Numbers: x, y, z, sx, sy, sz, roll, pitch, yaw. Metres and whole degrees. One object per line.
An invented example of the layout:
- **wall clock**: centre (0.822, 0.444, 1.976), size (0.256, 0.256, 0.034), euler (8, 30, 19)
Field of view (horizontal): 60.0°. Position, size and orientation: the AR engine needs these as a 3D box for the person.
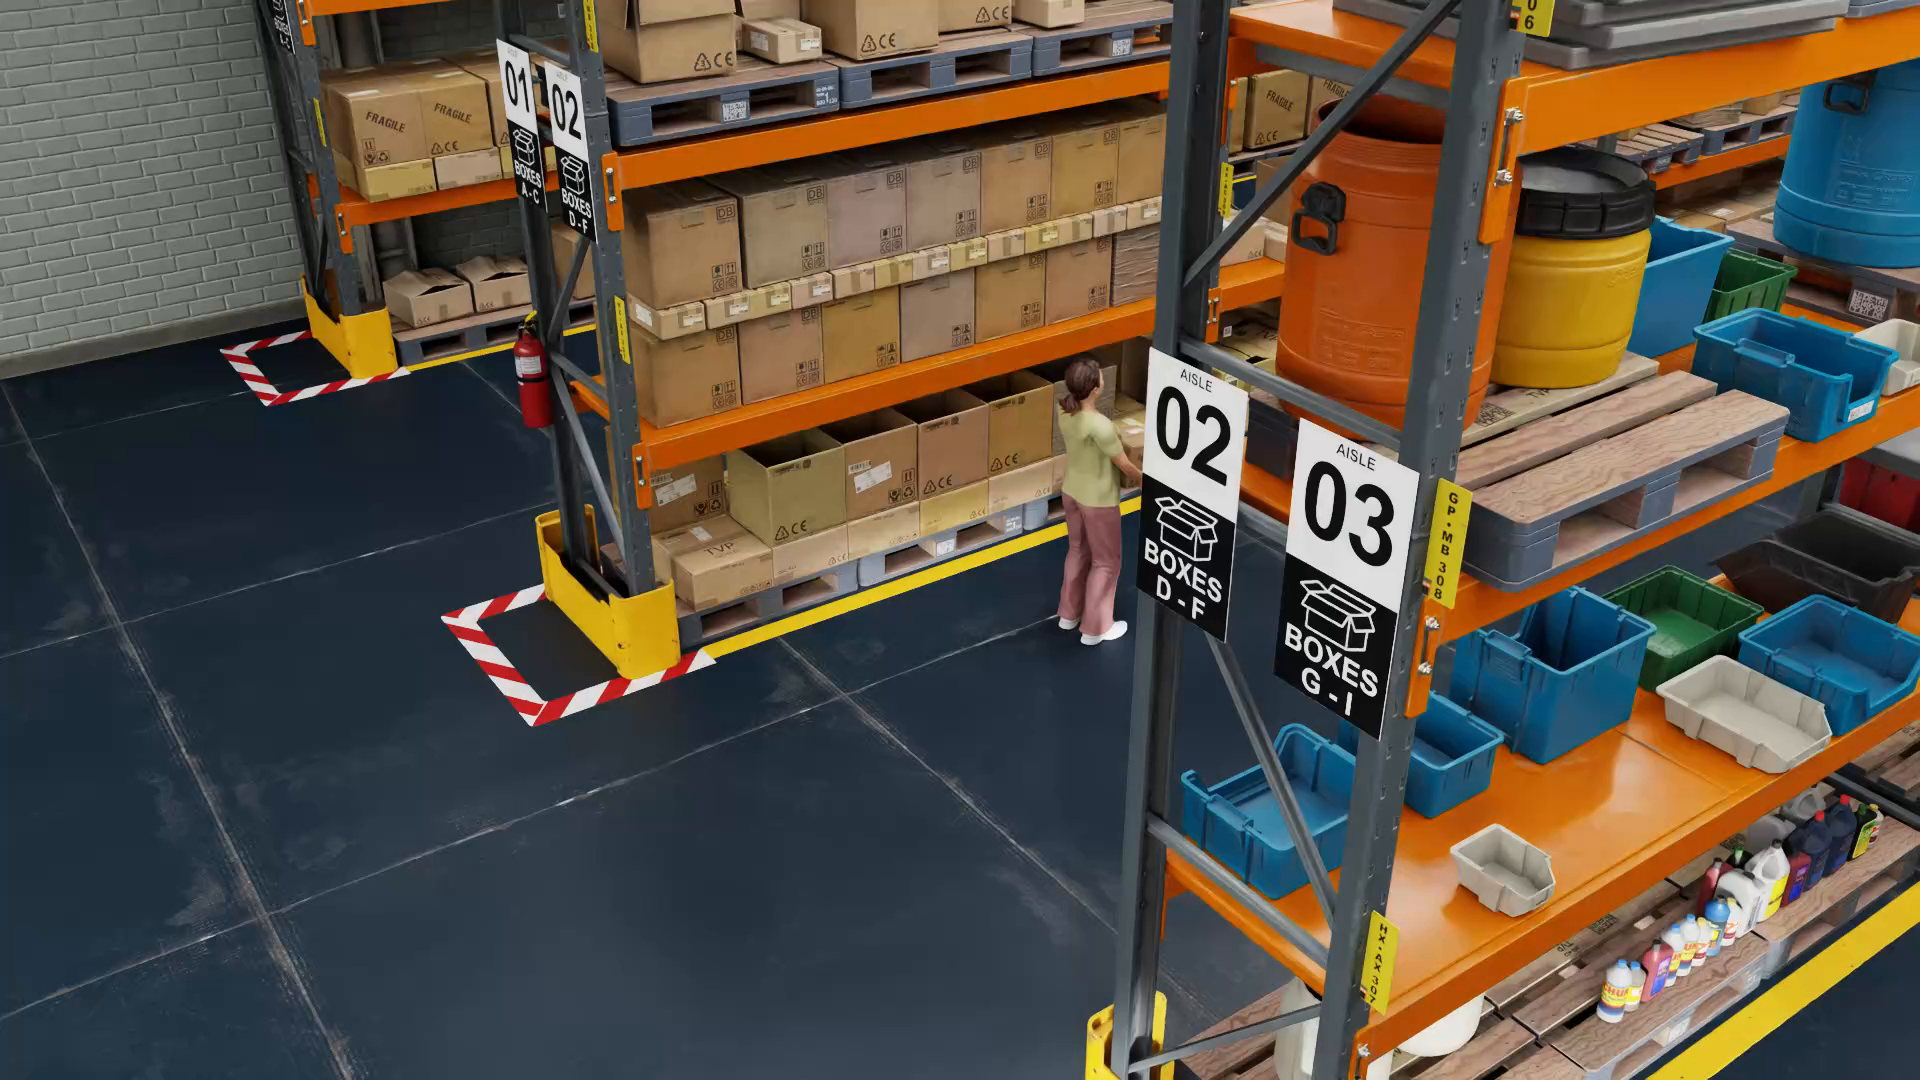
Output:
- **person**: centre (0.762, -0.237, 9.071), size (0.552, 1.662, 0.427), euler (-19, 34, -30)
